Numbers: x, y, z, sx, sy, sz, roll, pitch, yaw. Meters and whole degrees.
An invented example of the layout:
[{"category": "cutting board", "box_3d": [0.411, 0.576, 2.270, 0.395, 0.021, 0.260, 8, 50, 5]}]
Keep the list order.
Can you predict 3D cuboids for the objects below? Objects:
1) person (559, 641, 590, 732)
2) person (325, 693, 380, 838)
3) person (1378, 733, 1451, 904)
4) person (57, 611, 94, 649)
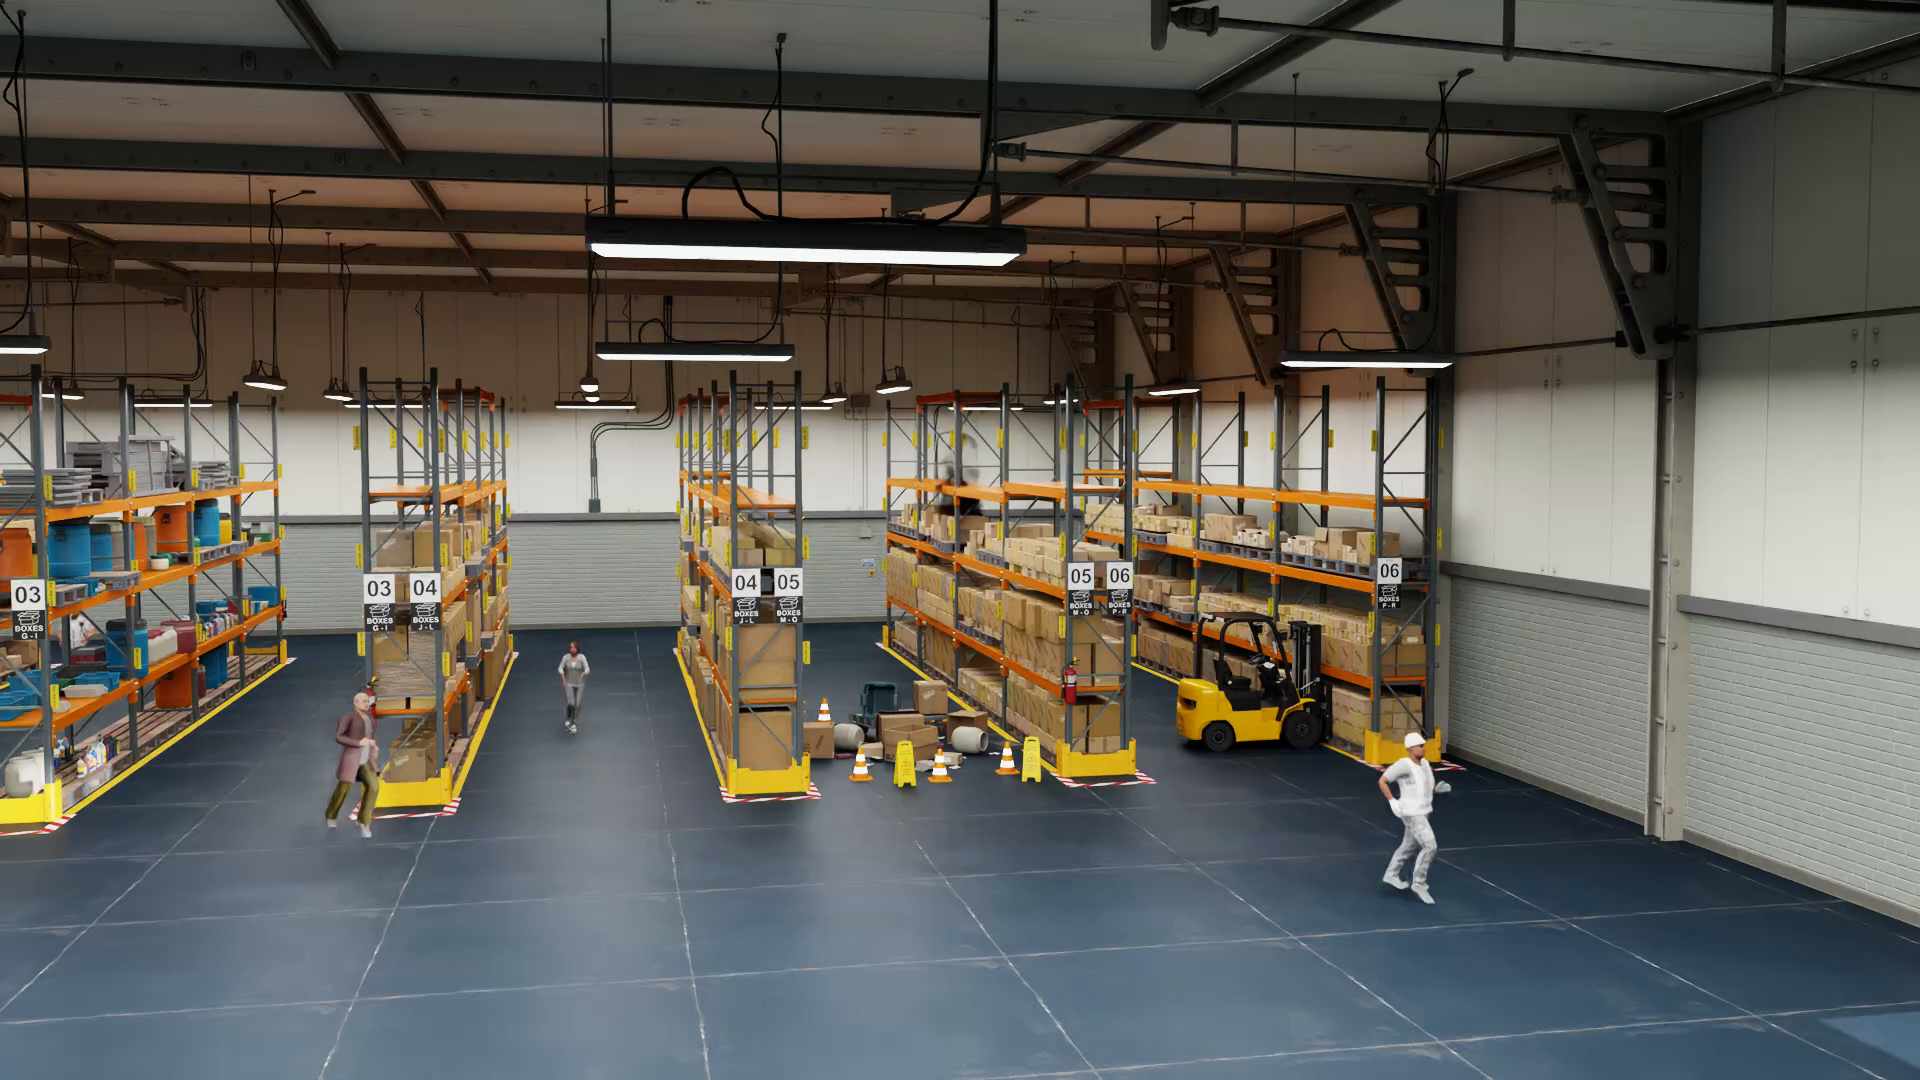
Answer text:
[{"category": "person", "box_3d": [-6.598, 2.520, 28.485, 0.517, 1.563, 0.585, -1, 4, -16]}, {"category": "person", "box_3d": [-7.731, 2.861, 21.301, 0.874, 1.821, 0.746, 2, 4, 33]}, {"category": "person", "box_3d": [4.981, 3.028, 18.189, 0.768, 1.843, 0.657, 3, 4, 37]}, {"category": "person", "box_3d": [-17.830, 2.137, 33.507, 0.669, 1.737, 0.695, -1, 4, -20]}]
